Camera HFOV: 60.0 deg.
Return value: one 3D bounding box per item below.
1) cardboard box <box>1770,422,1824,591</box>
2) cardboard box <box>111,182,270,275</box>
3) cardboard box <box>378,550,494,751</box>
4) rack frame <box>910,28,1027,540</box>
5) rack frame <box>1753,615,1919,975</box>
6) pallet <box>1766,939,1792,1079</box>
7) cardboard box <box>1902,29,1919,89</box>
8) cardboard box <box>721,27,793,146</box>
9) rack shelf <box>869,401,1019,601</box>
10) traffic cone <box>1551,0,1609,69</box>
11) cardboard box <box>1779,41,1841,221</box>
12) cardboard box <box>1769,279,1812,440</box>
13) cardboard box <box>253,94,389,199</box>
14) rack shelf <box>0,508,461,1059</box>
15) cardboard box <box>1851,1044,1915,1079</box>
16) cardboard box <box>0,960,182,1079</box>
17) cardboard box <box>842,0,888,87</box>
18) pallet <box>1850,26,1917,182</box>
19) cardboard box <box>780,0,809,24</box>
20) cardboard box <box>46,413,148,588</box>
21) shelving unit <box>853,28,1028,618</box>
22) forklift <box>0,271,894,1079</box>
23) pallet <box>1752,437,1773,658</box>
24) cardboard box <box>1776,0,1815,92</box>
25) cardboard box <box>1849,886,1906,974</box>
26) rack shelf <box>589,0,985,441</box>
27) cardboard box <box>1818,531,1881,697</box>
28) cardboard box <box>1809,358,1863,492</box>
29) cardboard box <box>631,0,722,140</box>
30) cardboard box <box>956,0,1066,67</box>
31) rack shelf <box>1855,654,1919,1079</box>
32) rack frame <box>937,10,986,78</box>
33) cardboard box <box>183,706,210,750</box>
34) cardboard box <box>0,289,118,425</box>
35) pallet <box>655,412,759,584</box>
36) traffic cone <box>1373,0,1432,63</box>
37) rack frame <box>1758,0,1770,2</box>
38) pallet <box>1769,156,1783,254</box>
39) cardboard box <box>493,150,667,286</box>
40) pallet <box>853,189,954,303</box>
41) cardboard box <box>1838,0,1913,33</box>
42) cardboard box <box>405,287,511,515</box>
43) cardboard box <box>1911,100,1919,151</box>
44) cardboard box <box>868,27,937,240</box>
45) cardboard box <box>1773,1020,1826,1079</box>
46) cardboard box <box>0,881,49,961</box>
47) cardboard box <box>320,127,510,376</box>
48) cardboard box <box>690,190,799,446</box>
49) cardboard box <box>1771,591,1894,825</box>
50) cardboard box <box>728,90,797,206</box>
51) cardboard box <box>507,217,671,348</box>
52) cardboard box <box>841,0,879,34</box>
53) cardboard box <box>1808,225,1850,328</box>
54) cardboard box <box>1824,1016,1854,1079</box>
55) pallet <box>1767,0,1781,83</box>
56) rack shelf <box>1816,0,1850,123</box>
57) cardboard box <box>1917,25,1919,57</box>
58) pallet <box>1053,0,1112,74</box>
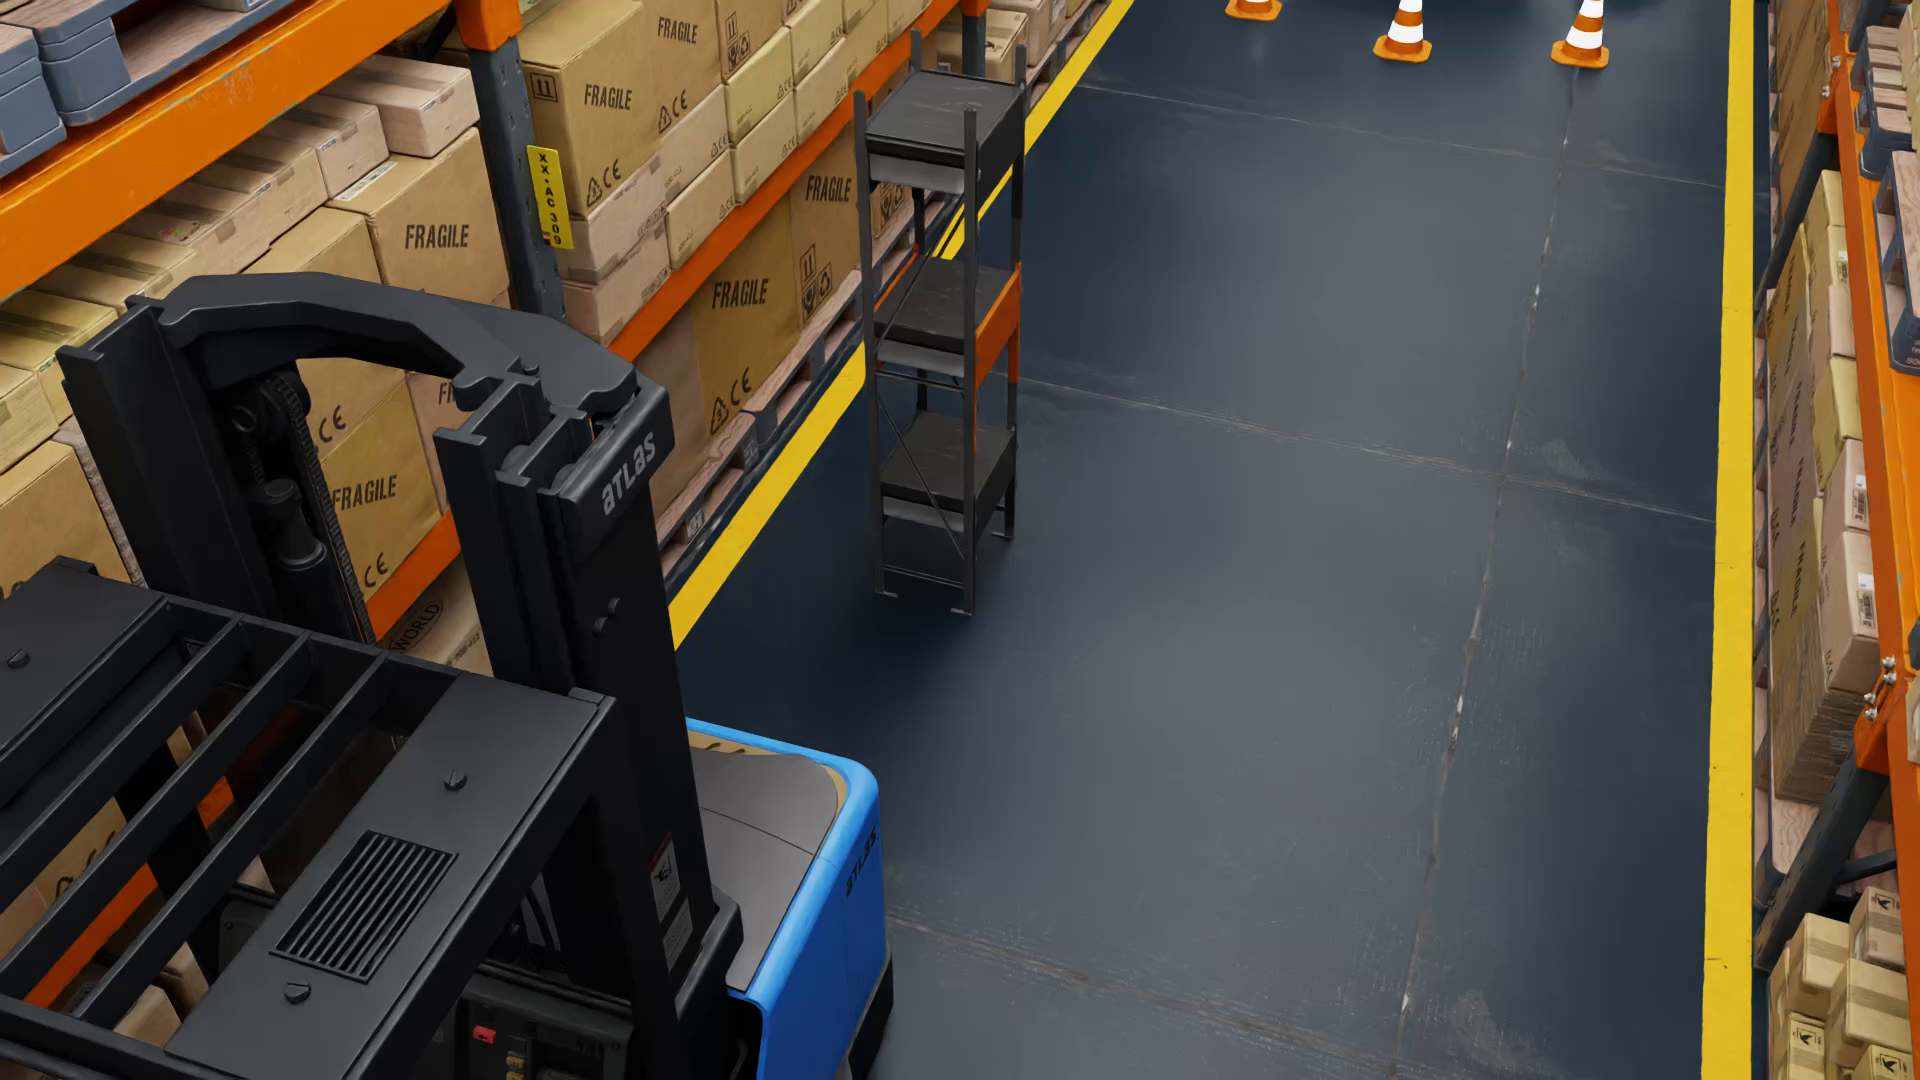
[{"bbox_3d":[3.333,-0.070,6.123,0.500,0.500,0.500,12,42,14],"label":"cardboard box"},{"bbox_3d":[-1.887,-0.728,3.945,0.380,0.149,0.250,13,42,15],"label":"cardboard box"},{"bbox_3d":[-2.040,0.408,5.611,0.875,0.438,0.875,13,42,14],"label":"cardboard box"},{"bbox_3d":[0.027,-0.847,6.125,0.400,2.100,0.015,13,42,15],"label":"rack frame"},{"bbox_3d":[2.961,0.271,4.121,1.000,3.000,0.127,13,42,15],"label":"rack frame"},{"bbox_3d":[2.765,1.749,4.537,1.003,0.211,1.213,13,42,15],"label":"pallet"},{"bbox_3d":[3.895,-1.841,6.467,0.380,0.149,0.250,15,43,17],"label":"cardboard box"},{"bbox_3d":[-0.960,-1.731,6.198,0.500,0.250,0.500,14,42,16],"label":"cardboard box"},{"bbox_3d":[-0.057,-0.155,6.413,0.431,0.518,0.480,13,42,15],"label":"rack shelf"},{"bbox_3d":[3.819,-3.160,10.098,0.336,0.463,0.334,13,42,15],"label":"traffic cone"},{"bbox_3d":[4.622,-1.824,7.987,1.050,0.750,0.750,13,42,14],"label":"cardboard box"},{"bbox_3d":[3.679,-0.695,6.856,0.500,0.500,0.500,14,42,16],"label":"cardboard box"},{"bbox_3d":[-1.723,-1.036,4.306,0.380,0.149,0.250,14,43,16],"label":"cardboard box"},{"bbox_3d":[-2.409,0.727,4.140,1.077,0.370,4.000,13,42,15],"label":"rack shelf"},{"bbox_3d":[2.459,1.454,4.150,0.380,0.149,0.250,13,42,14],"label":"cardboard box"},{"bbox_3d":[-2.656,1.504,4.327,0.875,0.438,0.875,14,43,16],"label":"cardboard box"},{"bbox_3d":[-0.633,-2.164,7.091,0.500,0.250,0.500,13,42,15],"label":"cardboard box"},{"bbox_3d":[4.186,-1.637,6.506,1.213,0.211,1.003,13,42,15],"label":"pallet"},{"bbox_3d":[-0.812,-2.327,6.320,0.500,0.500,0.500,13,42,14],"label":"cardboard box"},{"bbox_3d":[-1.973,-0.215,3.844,0.500,0.500,0.500,14,42,16],"label":"cardboard box"},{"bbox_3d":[-0.057,-0.698,5.950,0.431,2.100,0.503,13,42,15],"label":"shelving unit"},{"bbox_3d":[-1.152,1.106,3.196,1.130,2.935,3.031,12,42,14],"label":"forklift"},{"bbox_3d":[3.642,0.110,6.458,1.003,0.211,1.213,13,42,15],"label":"pallet"},{"bbox_3d":[5.236,-2.926,9.278,1.050,0.750,0.750,13,42,15],"label":"cardboard box"},{"bbox_3d":[2.649,1.134,4.525,0.380,0.149,0.250,15,43,17],"label":"cardboard box"},{"bbox_3d":[-1.041,-1.712,7.000,1.077,0.370,4.000,13,42,15],"label":"rack shelf"},{"bbox_3d":[2.978,0.266,5.151,0.500,0.250,0.500,12,42,14],"label":"cardboard box"},{"bbox_3d":[3.334,-0.370,5.897,0.500,0.250,0.500,12,42,13],"label":"cardboard box"},{"bbox_3d":[-1.156,-1.705,5.590,0.500,0.500,0.500,13,42,15],"label":"cardboard box"},{"bbox_3d":[0.090,-3.160,9.844,0.950,0.372,0.625,13,42,14],"label":"cardboard box"},{"bbox_3d":[2.277,1.765,2.925,1.077,0.370,4.000,13,42,15],"label":"rack shelf"},{"bbox_3d":[-0.357,-3.206,8.196,1.000,3.000,0.127,13,42,15],"label":"rack frame"},{"bbox_3d":[-1.972,0.160,4.174,0.500,0.500,0.500,13,42,14],"label":"cardboard box"},{"bbox_3d":[-2.028,-0.407,3.569,0.380,0.149,0.250,12,42,14],"label":"cardboard box"},{"bbox_3d":[-1.532,-0.193,6.813,1.003,0.211,1.213,13,42,15],"label":"pallet"},{"bbox_3d":[2.743,-3.214,10.161,0.336,0.463,0.334,13,42,15],"label":"traffic cone"},{"bbox_3d":[5.697,-4.608,9.840,1.000,3.000,0.127,13,42,15],"label":"rack frame"},{"bbox_3d":[4.670,-1.572,8.430,1.003,0.211,1.213,13,42,15],"label":"pallet"},{"bbox_3d":[-1.309,-1.105,5.464,0.500,0.250,0.500,12,42,14],"label":"cardboard box"},{"bbox_3d":[-0.697,-1.681,8.557,1.003,0.211,1.213,13,42,15],"label":"pallet"},{"bbox_3d":[4.231,-2.541,7.340,0.500,0.500,0.500,13,42,15],"label":"cardboard box"},{"bbox_3d":[-1.643,-0.464,4.906,0.500,0.500,0.500,14,42,15],"label":"cardboard box"},{"bbox_3d":[3.712,-1.512,6.081,0.380,0.149,0.250,15,43,17],"label":"cardboard box"},{"bbox_3d":[-0.671,-2.154,8.277,0.875,0.875,0.875,13,42,15],"label":"cardboard box"},{"bbox_3d":[2.444,1.509,4.543,0.380,0.149,0.250,14,43,16],"label":"cardboard box"},{"bbox_3d":[-2.321,0.786,3.441,0.500,0.500,0.500,13,42,15],"label":"cardboard box"},{"bbox_3d":[-1.627,-0.835,4.571,0.500,0.500,0.500,13,42,15],"label":"cardboard box"},{"bbox_3d":[-1.286,-1.066,7.002,0.875,0.875,0.875,14,43,16],"label":"cardboard box"},{"bbox_3d":[2.978,0.555,5.391,0.500,0.500,0.500,13,42,14],"label":"cardboard box"},{"bbox_3d":[-0.961,-1.544,6.364,0.500,0.250,0.500,13,42,15],"label":"cardboard box"},{"bbox_3d":[-1.326,-0.919,5.631,0.500,0.250,0.500,12,42,14],"label":"cardboard box"},{"bbox_3d":[-0.612,-2.357,6.932,0.500,0.250,0.500,12,42,14],"label":"cardboard box"},{"bbox_3d":[3.693,-0.987,6.620,0.500,0.250,0.500,13,42,15],"label":"cardboard box"},{"bbox_3d":[2.535,1.407,4.434,0.380,0.149,0.250,14,42,15],"label":"cardboard box"},{"bbox_3d":[5.504,-3.060,10.174,1.003,0.211,1.213,13,42,15],"label":"pallet"},{"bbox_3d":[5.013,-3.115,8.644,1.077,0.370,4.000,13,42,15],"label":"rack shelf"},{"bbox_3d":[3.884,-1.930,6.342,0.380,0.149,0.250,15,43,17],"label":"cardboard box"},{"bbox_3d":[0.330,-3.363,10.529,1.003,0.211,1.213,13,42,15],"label":"pallet"}]
